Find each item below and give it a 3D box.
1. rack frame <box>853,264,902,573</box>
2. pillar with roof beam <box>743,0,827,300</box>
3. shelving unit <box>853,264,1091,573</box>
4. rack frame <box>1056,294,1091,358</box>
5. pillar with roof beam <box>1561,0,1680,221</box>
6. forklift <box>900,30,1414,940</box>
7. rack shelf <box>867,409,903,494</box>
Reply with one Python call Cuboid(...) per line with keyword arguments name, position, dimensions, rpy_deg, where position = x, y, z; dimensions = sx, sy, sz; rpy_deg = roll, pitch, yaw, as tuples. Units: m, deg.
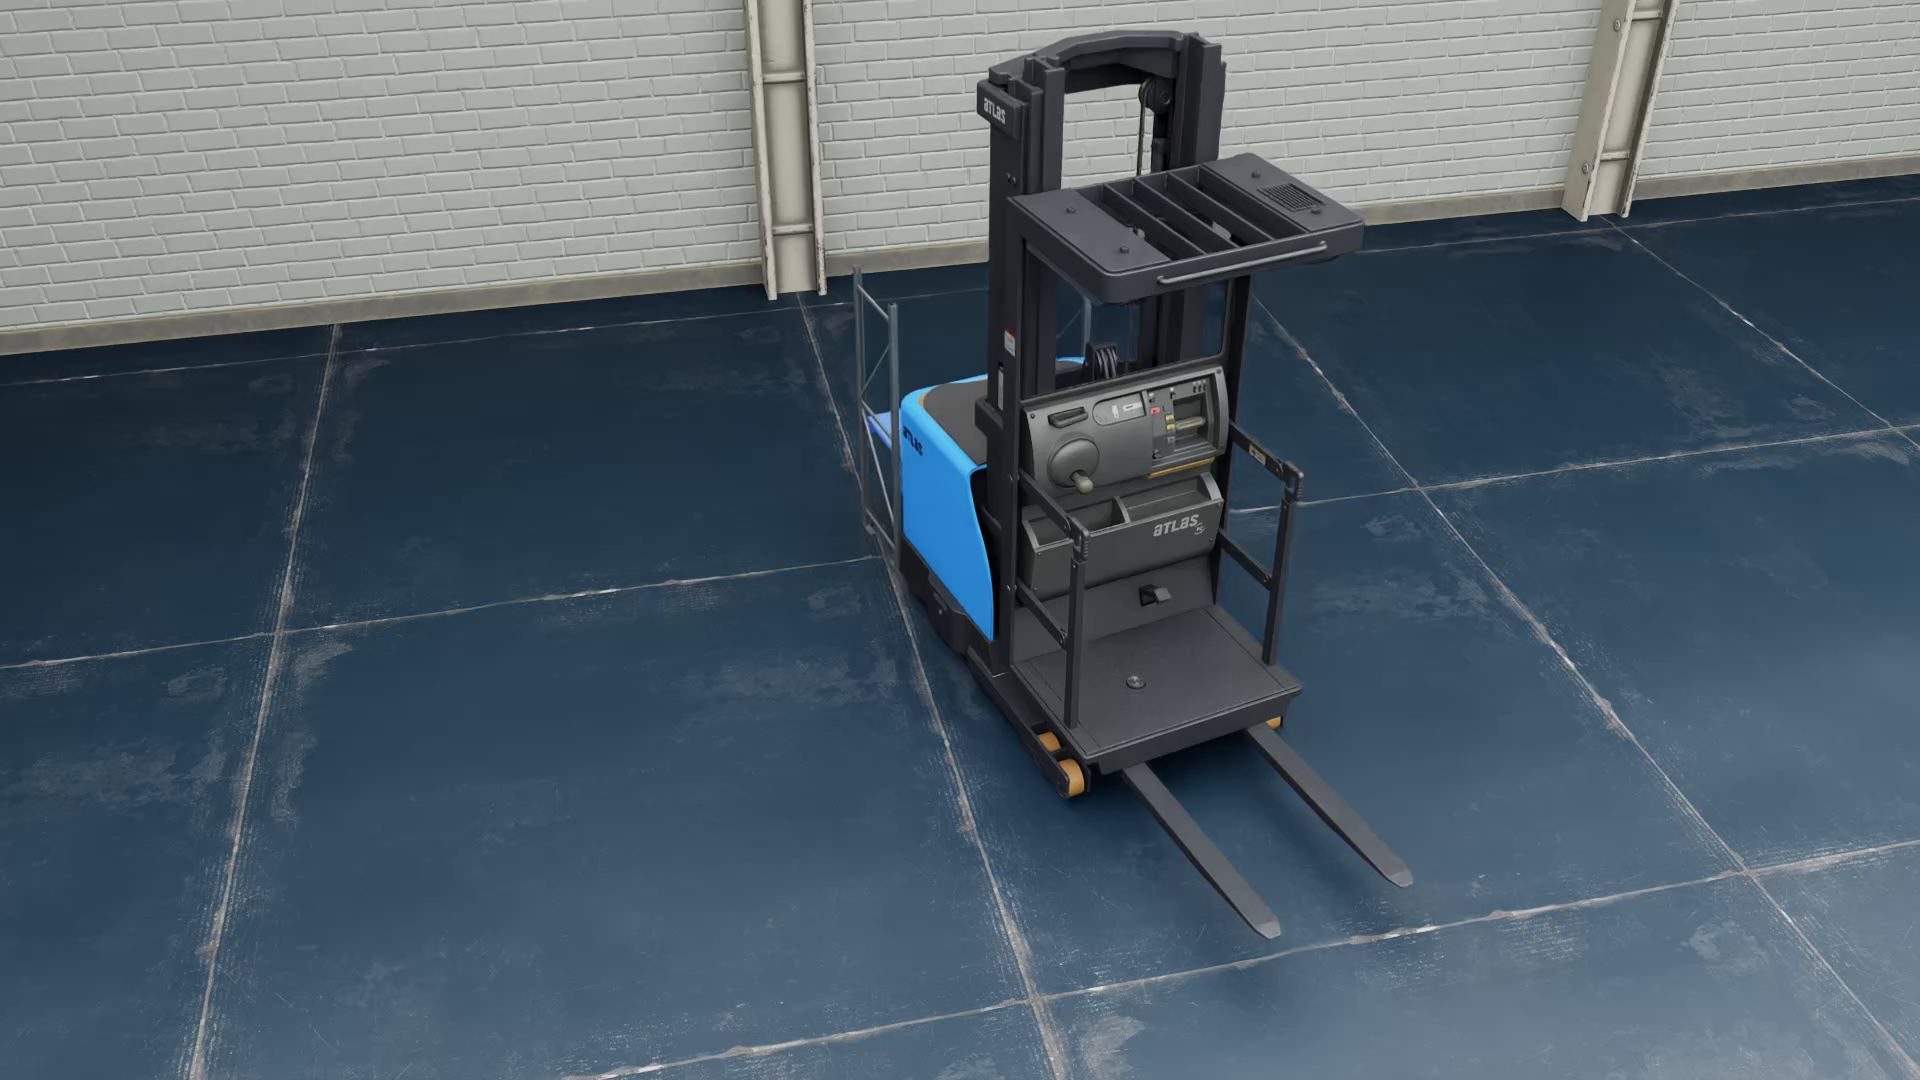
Cuboid(name="rack frame", position=(-0.405, -0.582, 8.271), dimensions=(0.032, 1.500, 0.500), rpy_deg=(-14, 36, -20))
Cuboid(name="pillar with roof beam", position=(-0.174, -3.114, 5.314), dimensions=(0.400, 9.000, 9.100), rpy_deg=(-7, 35, -11))
Cuboid(name="shelving unit", position=(0.059, -0.697, 8.443), dimensions=(1.048, 1.500, 0.538), rpy_deg=(-14, 36, -20))
Cuboid(name="rack frame", position=(0.524, -0.812, 8.614), dimensions=(0.032, 1.500, 0.500), rpy_deg=(-14, 36, -20))
Cuboid(name="pillar with roof beam", position=(5.678, -3.851, 6.413), dimensions=(0.400, 9.000, 9.100), rpy_deg=(-7, 35, -11))
Cuboid(name="forklift", position=(0.793, -0.396, 6.710), dimensions=(1.130, 2.935, 3.031), rpy_deg=(-15, 37, -21))
Cuboid(name="rack shelf", position=(0.059, -0.548, 8.543), dimensions=(1.000, 0.185, 0.538), rpy_deg=(-14, 36, -20))
